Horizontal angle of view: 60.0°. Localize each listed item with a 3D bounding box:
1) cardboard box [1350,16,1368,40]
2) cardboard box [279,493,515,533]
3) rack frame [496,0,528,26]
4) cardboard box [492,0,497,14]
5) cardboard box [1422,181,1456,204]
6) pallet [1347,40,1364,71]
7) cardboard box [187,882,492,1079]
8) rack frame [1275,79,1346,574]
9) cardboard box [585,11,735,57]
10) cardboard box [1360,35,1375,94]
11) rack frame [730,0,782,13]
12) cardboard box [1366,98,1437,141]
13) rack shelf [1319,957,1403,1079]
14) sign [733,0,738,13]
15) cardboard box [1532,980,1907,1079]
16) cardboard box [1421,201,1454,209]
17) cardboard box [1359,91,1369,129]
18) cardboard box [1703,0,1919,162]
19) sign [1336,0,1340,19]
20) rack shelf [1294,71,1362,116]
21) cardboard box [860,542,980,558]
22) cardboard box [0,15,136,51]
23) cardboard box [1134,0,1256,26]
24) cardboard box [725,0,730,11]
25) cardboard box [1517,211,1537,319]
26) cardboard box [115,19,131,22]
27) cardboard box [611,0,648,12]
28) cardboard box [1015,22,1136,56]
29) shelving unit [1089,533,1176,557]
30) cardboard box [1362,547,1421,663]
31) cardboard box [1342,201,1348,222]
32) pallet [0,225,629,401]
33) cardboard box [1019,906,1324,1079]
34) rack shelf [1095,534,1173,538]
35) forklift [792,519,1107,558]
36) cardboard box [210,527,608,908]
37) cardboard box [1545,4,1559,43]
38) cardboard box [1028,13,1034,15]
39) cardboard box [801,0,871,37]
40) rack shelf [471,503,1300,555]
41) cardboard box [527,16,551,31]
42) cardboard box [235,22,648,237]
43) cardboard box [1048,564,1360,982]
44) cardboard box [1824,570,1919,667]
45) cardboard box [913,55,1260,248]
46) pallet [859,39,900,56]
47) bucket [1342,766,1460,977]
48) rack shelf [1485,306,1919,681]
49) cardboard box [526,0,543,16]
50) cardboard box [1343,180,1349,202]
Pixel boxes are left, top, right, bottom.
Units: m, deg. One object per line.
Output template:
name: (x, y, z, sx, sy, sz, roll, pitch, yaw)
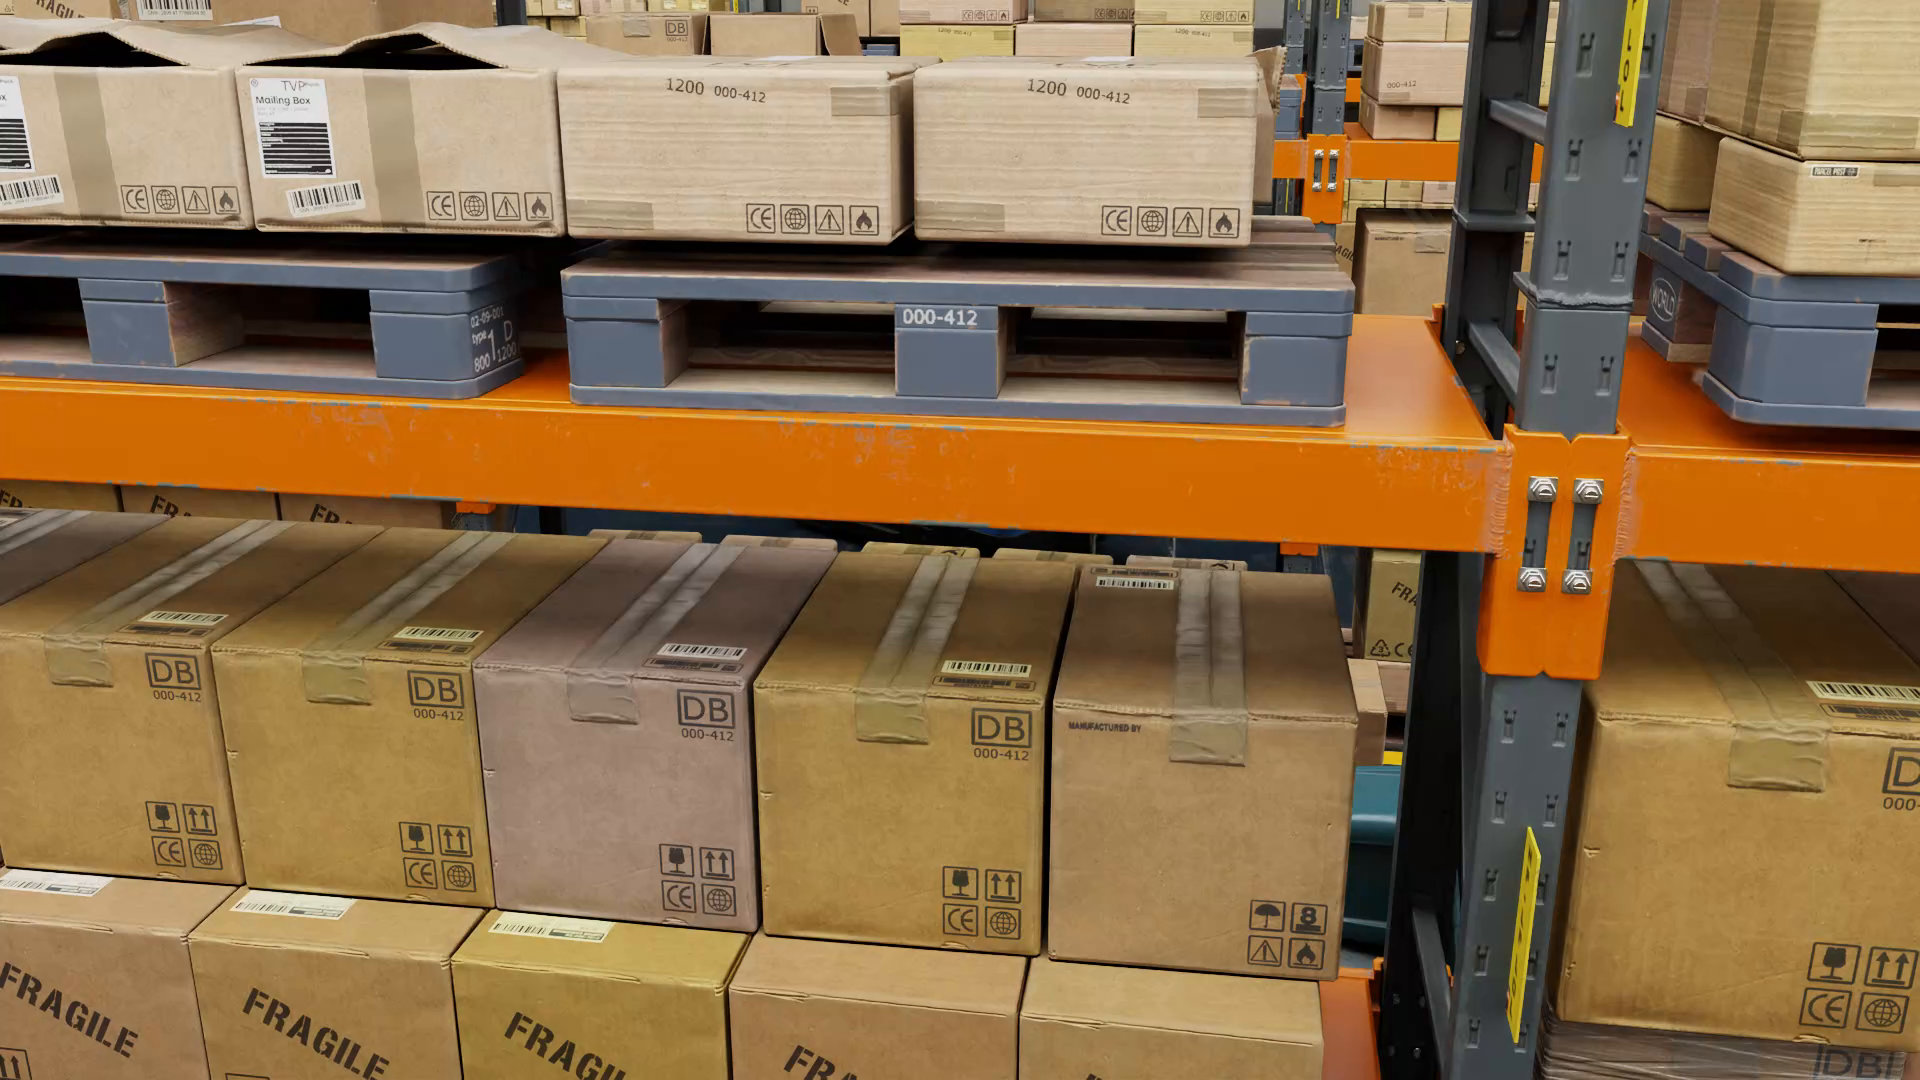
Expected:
cardboard box: (2.806, -3.594, 11.668, 0.250, 0.149, 0.380, 3, 19, 10)
cardboard box: (-2.991, -0.061, 8.944, 0.875, 0.875, 0.875, 3, 19, 8)
rack frame: (-2.322, -3.653, 7.540, 0.127, 3.000, 1.000, 3, 19, 9)
cardboard box: (-3.647, -4.208, 13.033, 0.250, 0.149, 0.380, 3, 19, 10)
cardboard box: (3.442, -2.509, 11.927, 0.250, 0.149, 0.380, 3, 19, 10)
pallet: (3.257, -3.508, 11.972, 1.213, 0.211, 1.003, 3, 19, 9)
cardboard box: (-1.115, 0.883, 3.278, 0.500, 0.500, 0.500, 3, 19, 8)
rack frame: (1.627, -0.607, 7.890, 0.127, 3.000, 1.000, 3, 19, 9)
cardboard box: (-1.388, -2.227, 7.848, 0.500, 0.500, 0.700, 3, 19, 9)
cardboard box: (2.108, -2.162, 7.576, 0.500, 0.250, 0.500, 3, 19, 8)
rack frame: (-1.538, -5.209, 12.188, 0.127, 3.000, 1.000, 3, 19, 9)
cardboard box: (1.899, -1.817, 7.175, 0.250, 0.149, 0.380, 3, 19, 8)
rack shelf: (-1.033, 1.189, 3.655, 4.000, 0.370, 1.077, 3, 19, 9)
sign: (-1.627, -3.861, 12.074, 0.005, 0.325, 0.100, 3, 19, 9)
cardboard box: (1.308, 0.893, 3.172, 0.550, 0.550, 0.875, 3, 19, 9)
cardboard box: (3.433, -2.366, 11.968, 0.250, 0.149, 0.380, 3, 19, 10)
cardboard box: (1.988, -1.990, 7.692, 0.250, 0.149, 0.380, 3, 19, 9)
cardboard box: (1.380, -0.678, 2.322, 0.500, 0.250, 0.500, 3, 19, 9)
sign: (1.543, -2.287, 6.749, 0.005, 0.325, 0.100, 3, 19, 9)
rack shelf: (4.386, -3.143, 11.876, 4.000, 0.370, 1.077, 3, 19, 9)
cardboard box: (-0.288, 0.345, 8.525, 0.625, 0.372, 0.950, 4, 19, 10)
cardboard box: (-1.928, -0.921, 3.421, 0.500, 0.311, 0.500, 3, 19, 9)
cardboard box: (1.035, -2.384, 7.260, 0.500, 0.250, 0.500, 3, 19, 10)
cardboard box: (-1.858, -4.150, 12.892, 0.250, 0.149, 0.380, 2, 19, 7)
cardboard box: (2.528, -1.147, 7.302, 0.500, 0.500, 0.700, 3, 19, 9)
cardboard box: (-3.737, -2.326, 7.850, 0.258, 0.266, 0.396, 2, 19, 7)
cardboard box: (-2.438, -4.014, 12.483, 0.250, 0.149, 0.380, 2, 19, 7)
cardboard box: (0.529, -2.169, 7.404, 0.500, 0.250, 0.500, 3, 19, 9)
shelving unit: (1.065, -0.410, 10.138, 0.503, 1.200, 0.258, 0, 19, -1)
cardboard box: (2.167, 0.256, 7.799, 0.500, 0.500, 0.500, 4, 19, 11)
cardboard box: (2.684, -2.419, 12.125, 0.250, 0.149, 0.380, 3, 19, 8)
pallet: (-1.259, -0.514, 3.183, 1.213, 0.211, 1.003, 4, 19, 11)
cardboard box: (0.384, 0.959, 3.052, 0.500, 0.500, 0.500, 3, 19, 8)
rack shelf: (1.065, -0.122, 10.234, 0.480, 0.148, 0.258, 0, 19, -1)
forklift: (-0.483, -1.543, 10.796, 3.031, 2.935, 1.130, 16, 24, 40)
cardboard box: (-1.055, 0.327, 3.364, 0.500, 0.500, 0.700, 3, 19, 8)
cardboard box: (2.407, -2.150, 6.914, 0.250, 0.149, 0.380, 2, 19, 7)
cardboard box: (0.576, -3.839, 12.370, 0.250, 0.166, 0.380, 3, 19, 9)
cardboard box: (-0.862, -3.967, 12.228, 0.500, 0.500, 0.500, 3, 19, 9)
rack shelf: (-0.347, -0.367, 8.305, 4.000, 0.370, 1.077, 3, 19, 9)
cardboard box: (-3.193, -3.919, 12.670, 0.250, 0.149, 0.380, 3, 19, 10)
cardboard box: (-0.824, -0.697, 2.753, 0.500, 0.311, 0.500, 2, 19, 7)
cardboard box: (0.451, 0.404, 3.135, 0.500, 0.500, 0.700, 3, 19, 8)
cardboard box: (1.862, 0.386, 2.983, 0.550, 0.550, 0.875, 3, 19, 9)
cardboard box: (0.219, -0.635, 2.662, 0.500, 0.250, 0.500, 3, 19, 9)
pallet: (-0.854, -3.690, 12.675, 1.003, 0.211, 1.213, 4, 19, 11)
bucket: (1.442, 1.065, 5.656, 0.620, 0.611, 0.726, -1, 16, 31)
rack shelf: (2.917, -0.032, 2.577, 4.000, 0.370, 1.077, 3, 19, 9)
cardboard box: (-3.206, -4.035, 12.547, 0.250, 0.149, 0.380, 3, 19, 9)
cardboard box: (2.679, -2.549, 12.046, 0.250, 0.149, 0.380, 3, 19, 10)
